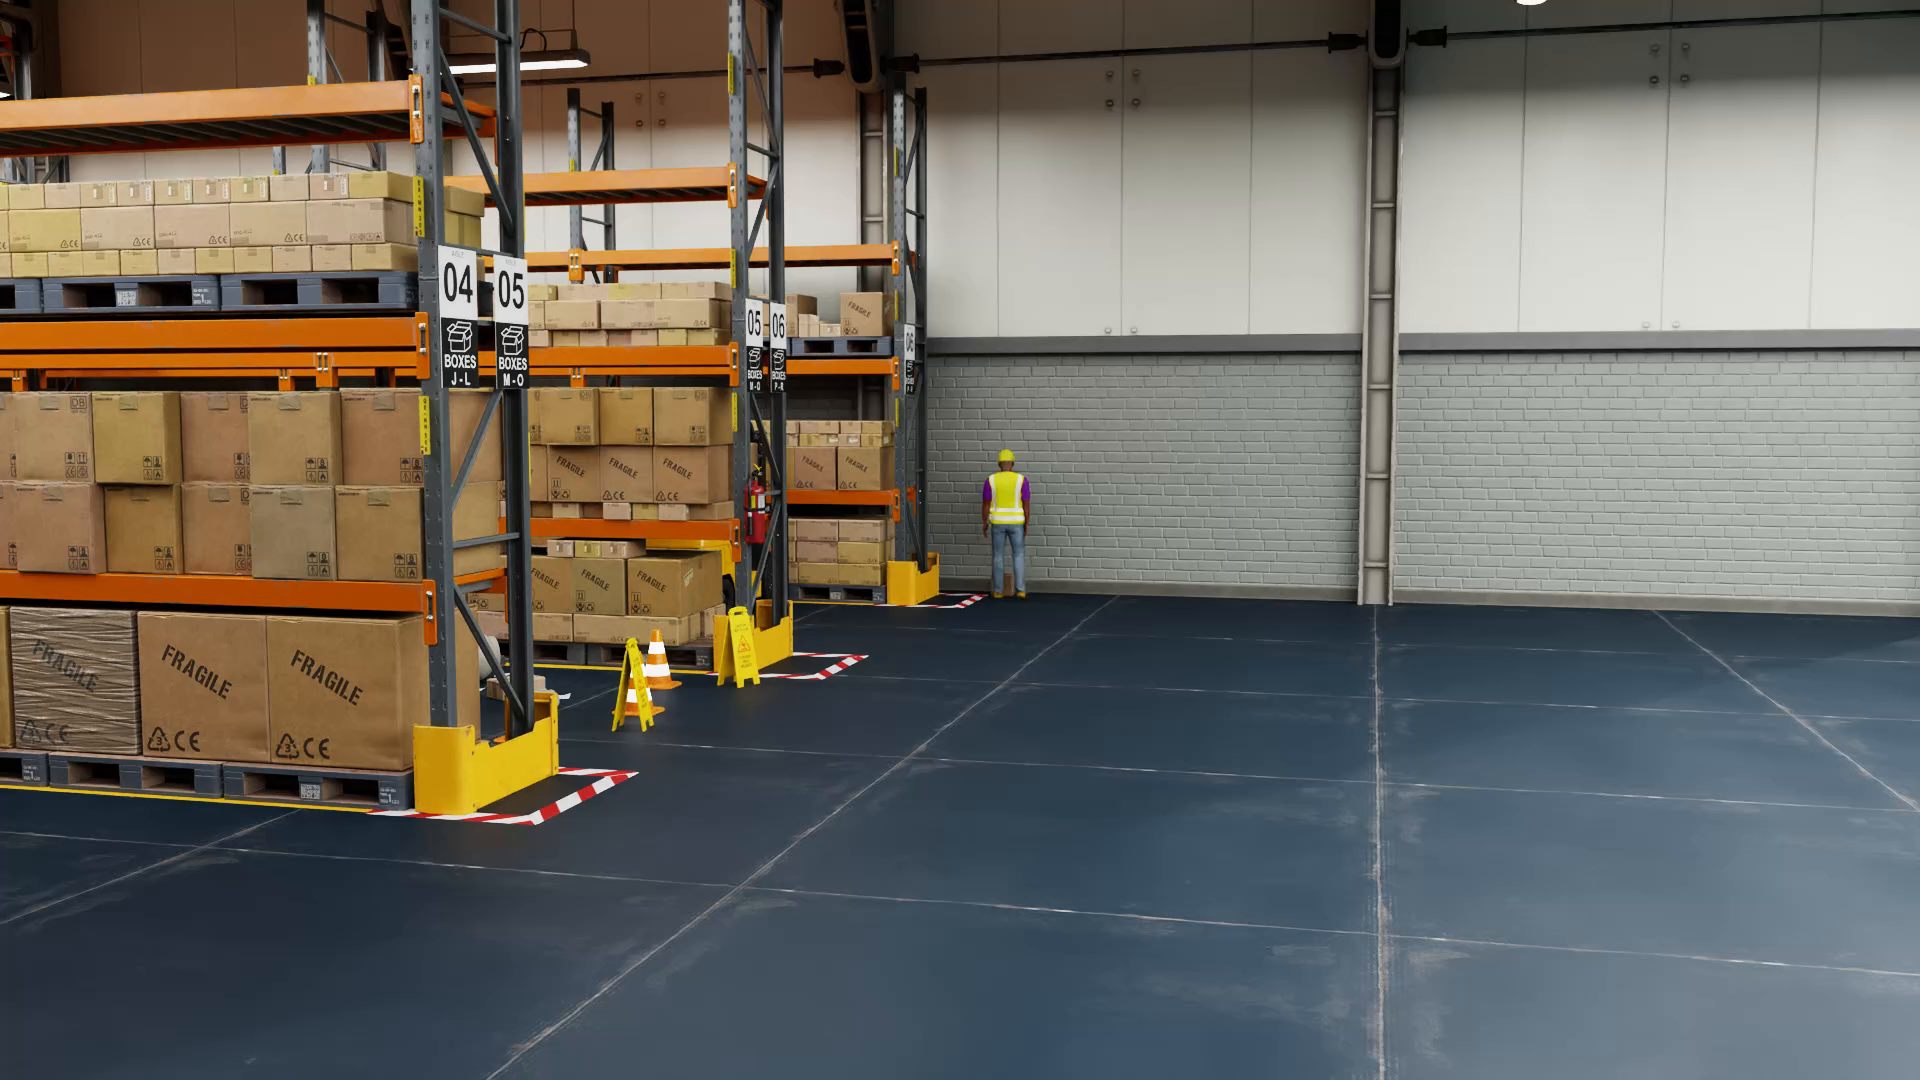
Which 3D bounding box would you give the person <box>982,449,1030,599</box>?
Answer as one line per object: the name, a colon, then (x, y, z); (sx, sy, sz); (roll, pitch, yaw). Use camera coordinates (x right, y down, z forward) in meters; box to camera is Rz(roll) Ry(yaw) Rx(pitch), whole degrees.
person: (0.545, -0.162, 19.710); (0.569, 1.829, 0.424); (0, 5, 3)
